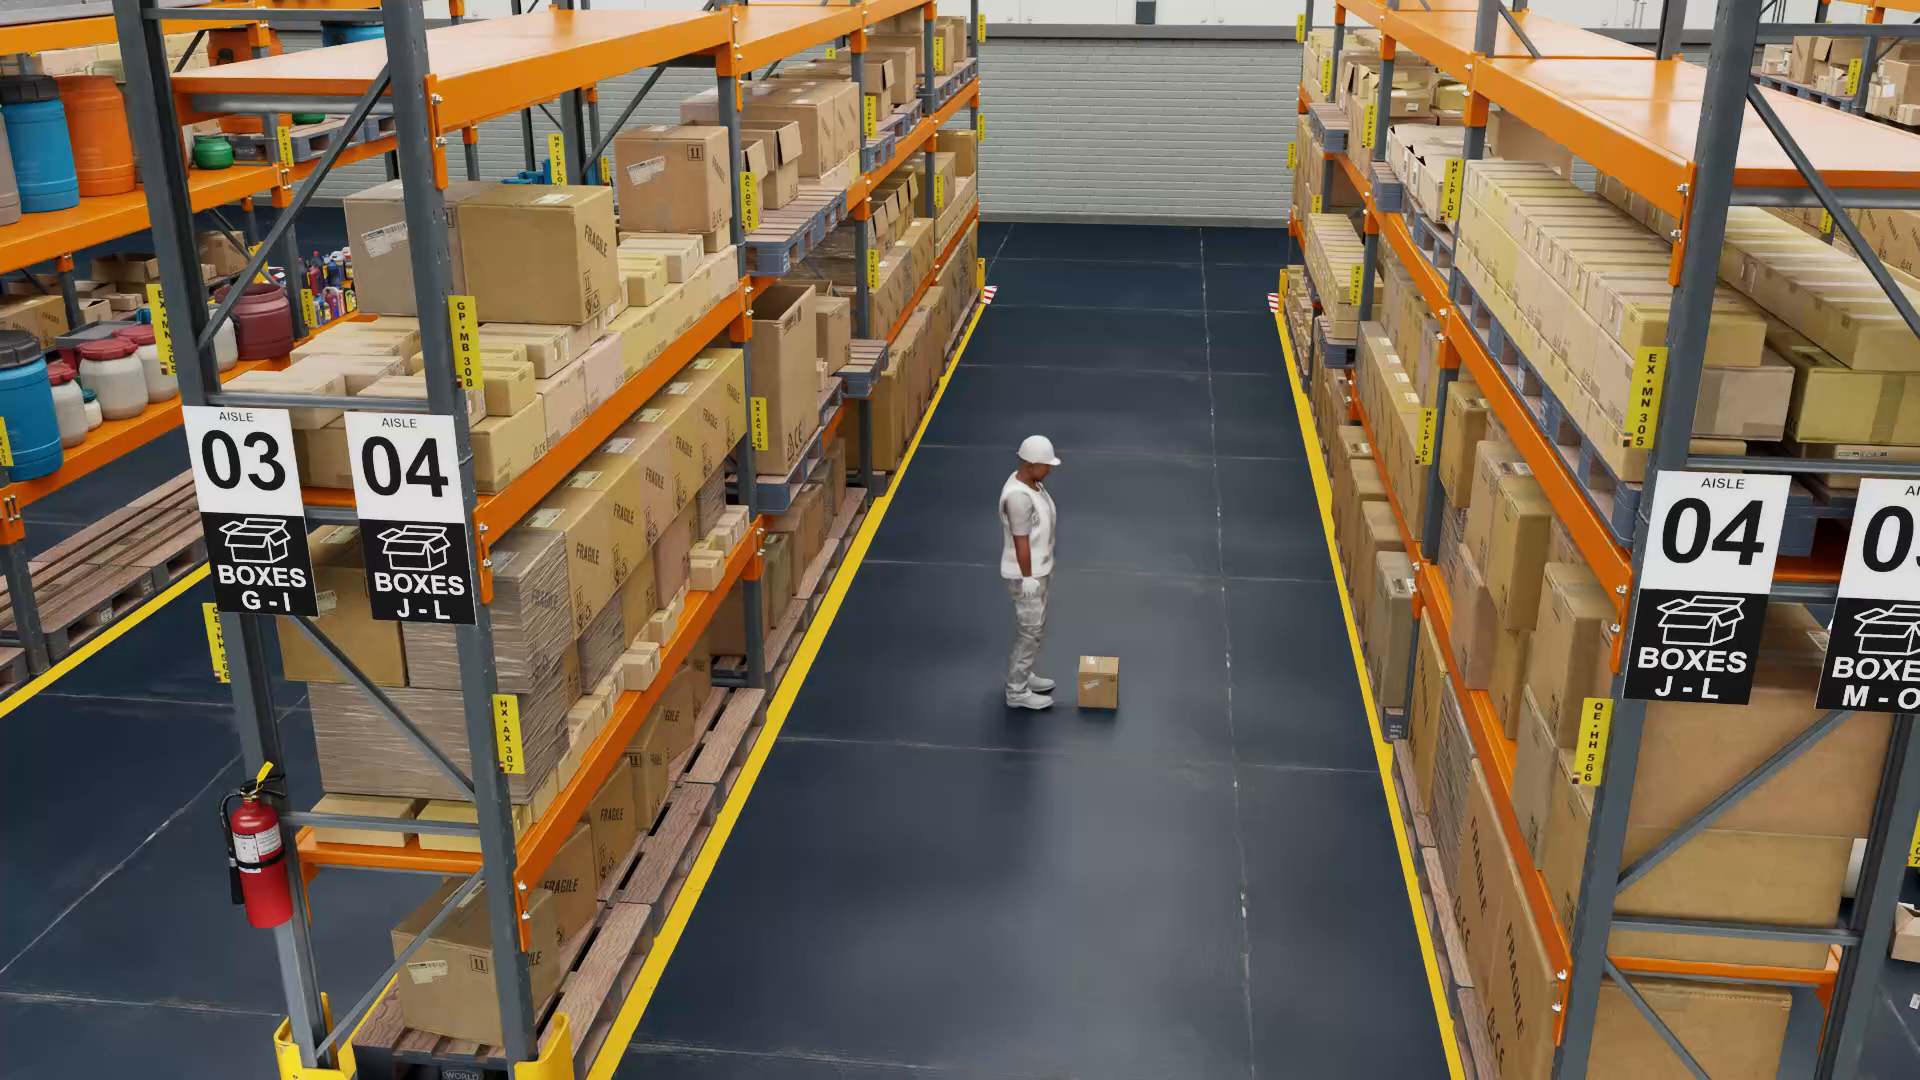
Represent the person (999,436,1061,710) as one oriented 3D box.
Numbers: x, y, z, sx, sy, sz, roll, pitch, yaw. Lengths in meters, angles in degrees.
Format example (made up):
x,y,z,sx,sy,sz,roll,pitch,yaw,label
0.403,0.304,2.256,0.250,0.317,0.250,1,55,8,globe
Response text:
x,y,z,sx,sy,sz,roll,pitch,yaw,label
0.441,0.187,10.581,0.369,1.770,0.549,3,21,7,person
